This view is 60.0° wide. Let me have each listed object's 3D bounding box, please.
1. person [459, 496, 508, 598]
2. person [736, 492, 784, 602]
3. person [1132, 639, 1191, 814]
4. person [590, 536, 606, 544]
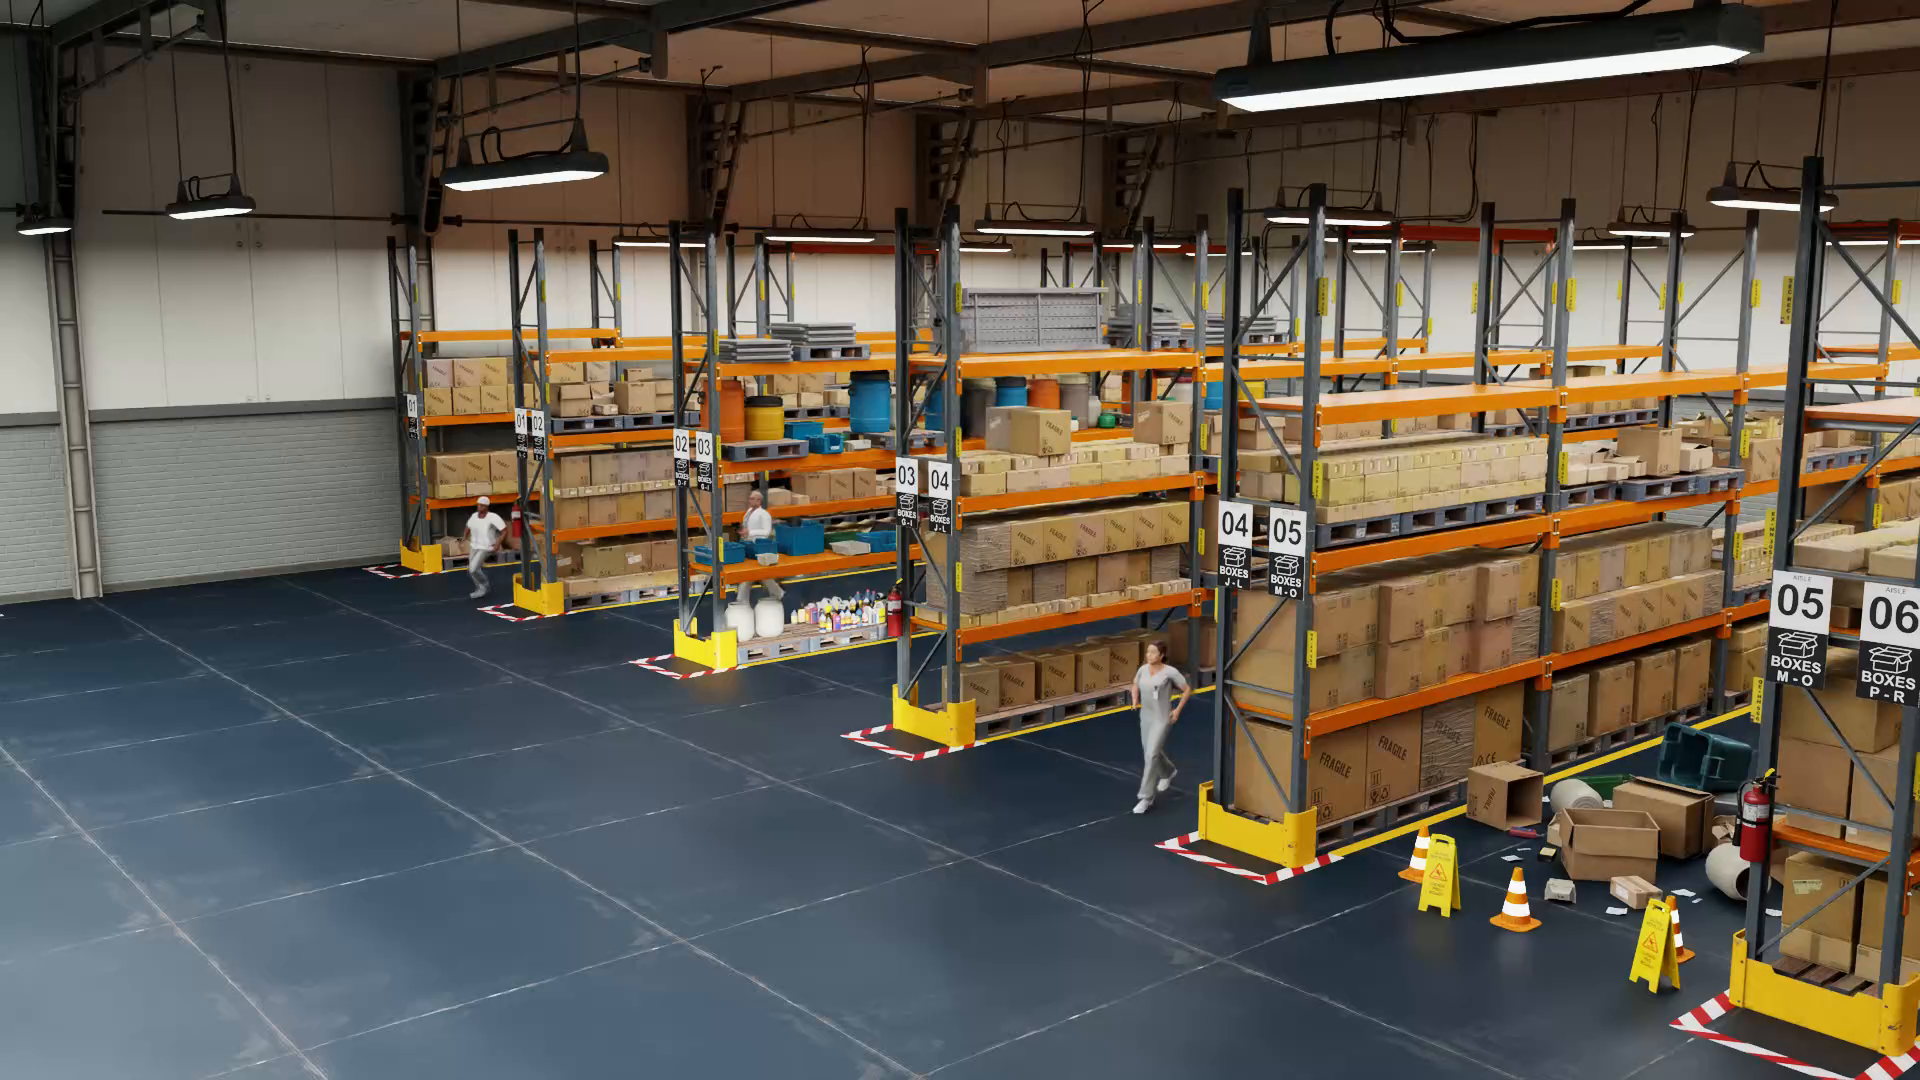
[{"bbox_3d":[-7.864,0.126,27.304,0.764,1.702,0.578,5,10,29],"label":"person"},{"bbox_3d":[-3.085,0.179,24.938,0.961,1.807,0.714,-8,12,-42],"label":"person"},{"bbox_3d":[1.976,1.811,16.566,0.587,1.688,0.848,8,12,40],"label":"person"},{"bbox_3d":[-6.268,-0.144,29.352,0.752,1.628,0.586,-9,12,-44],"label":"person"}]
